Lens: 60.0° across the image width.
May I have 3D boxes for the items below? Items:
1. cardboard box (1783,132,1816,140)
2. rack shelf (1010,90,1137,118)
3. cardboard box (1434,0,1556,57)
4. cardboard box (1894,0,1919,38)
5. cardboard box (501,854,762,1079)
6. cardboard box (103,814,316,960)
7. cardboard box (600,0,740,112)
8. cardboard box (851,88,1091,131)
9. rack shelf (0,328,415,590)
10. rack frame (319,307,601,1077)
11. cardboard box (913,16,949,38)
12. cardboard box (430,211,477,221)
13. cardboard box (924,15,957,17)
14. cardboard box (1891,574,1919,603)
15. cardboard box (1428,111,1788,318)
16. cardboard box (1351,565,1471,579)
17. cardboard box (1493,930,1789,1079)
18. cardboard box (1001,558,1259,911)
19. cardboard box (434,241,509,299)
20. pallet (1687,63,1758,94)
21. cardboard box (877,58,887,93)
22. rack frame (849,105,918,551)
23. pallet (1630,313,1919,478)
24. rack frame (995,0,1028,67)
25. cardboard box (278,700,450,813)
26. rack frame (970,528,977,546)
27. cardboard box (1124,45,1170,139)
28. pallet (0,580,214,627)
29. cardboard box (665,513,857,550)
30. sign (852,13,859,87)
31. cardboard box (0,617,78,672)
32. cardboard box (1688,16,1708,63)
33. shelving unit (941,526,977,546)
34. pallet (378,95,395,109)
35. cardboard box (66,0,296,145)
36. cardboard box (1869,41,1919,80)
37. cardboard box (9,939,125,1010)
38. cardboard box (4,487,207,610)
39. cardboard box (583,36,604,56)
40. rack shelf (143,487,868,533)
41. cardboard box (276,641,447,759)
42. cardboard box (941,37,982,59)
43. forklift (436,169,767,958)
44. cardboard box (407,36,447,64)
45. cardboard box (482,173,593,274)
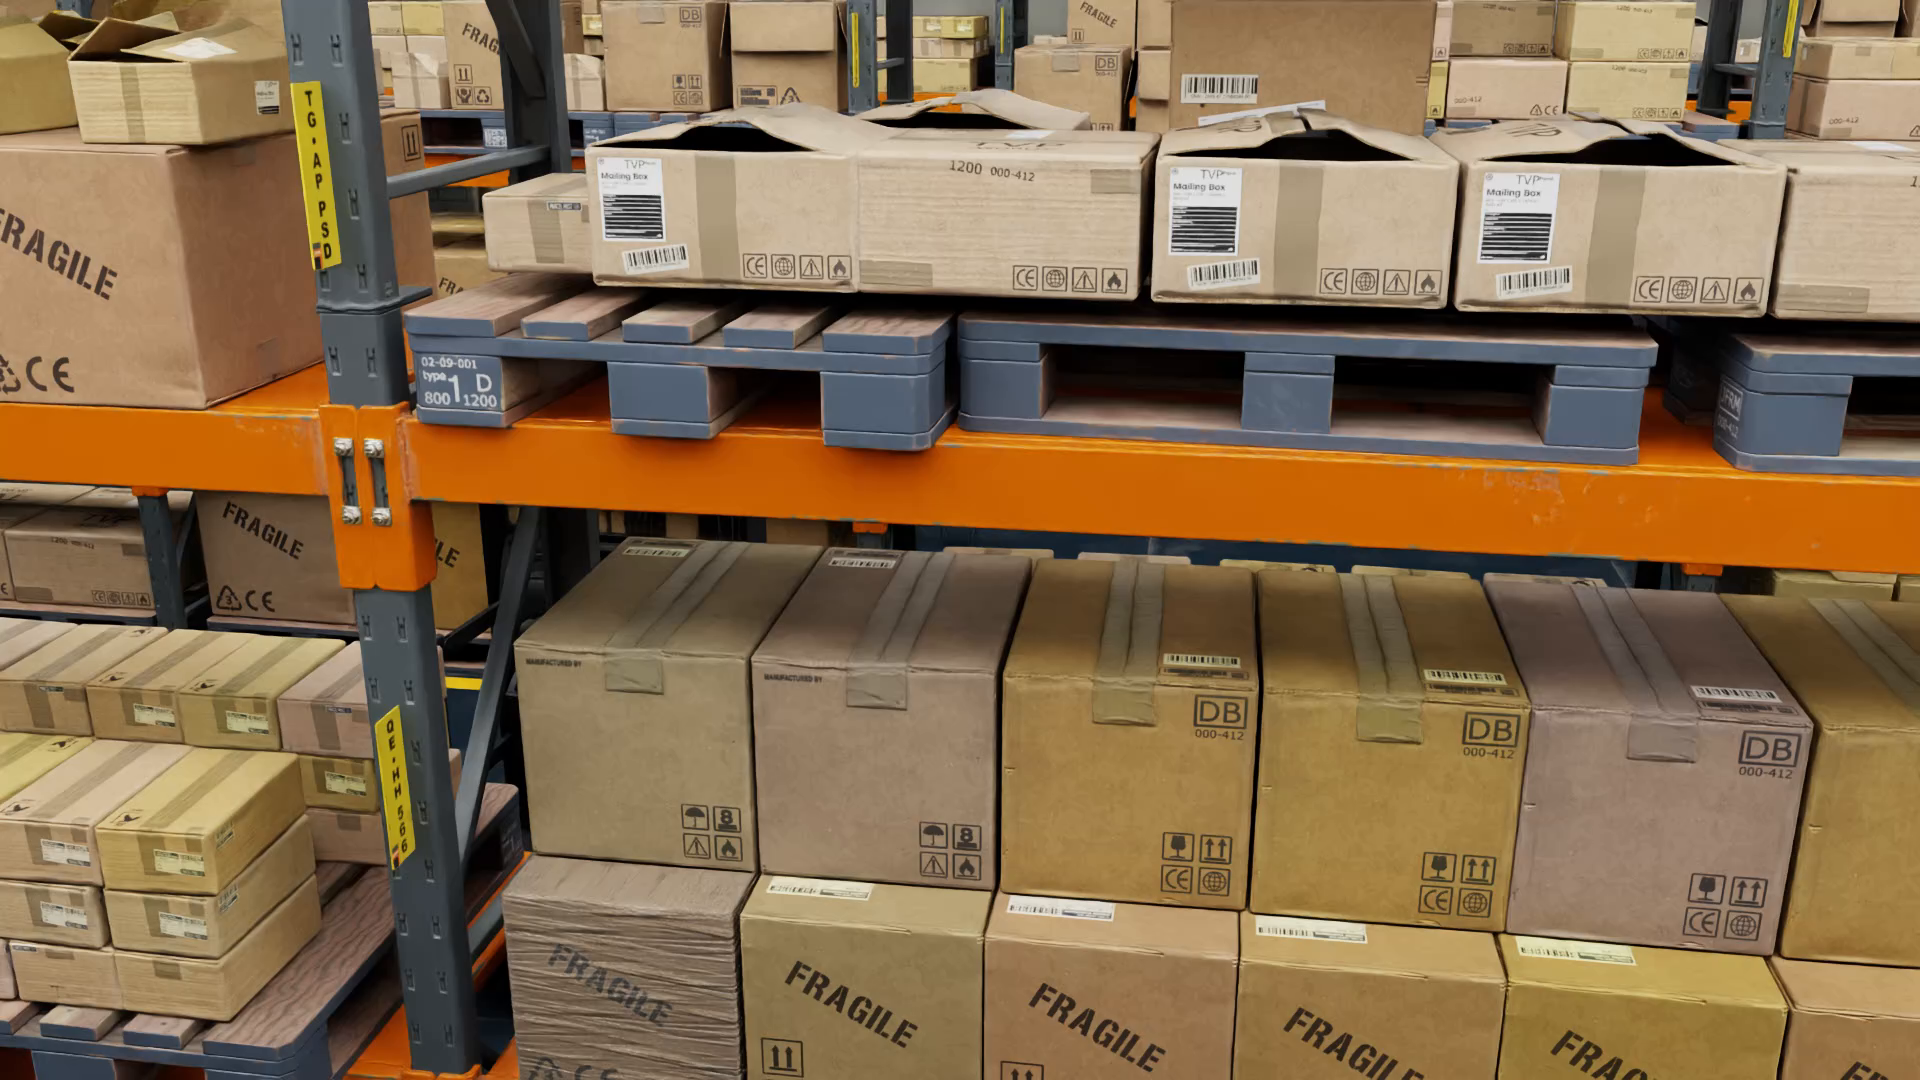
[{"bbox_3d":[3.840,-1.721,7.388,0.250,0.149,0.380,3,19,8],"label":"cardboard box"},{"bbox_3d":[2.377,-3.249,12.691,4.000,0.370,1.077,3,19,9],"label":"rack shelf"},{"bbox_3d":[2.561,-2.476,8.035,0.500,0.250,0.500,3,19,7],"label":"cardboard box"},{"bbox_3d":[6.830,-3.611,11.662,0.500,0.500,0.700,3,19,9],"label":"cardboard box"},{"bbox_3d":[-0.667,0.903,3.719,0.500,0.500,0.500,3,19,9],"label":"cardboard box"},{"bbox_3d":[-1.627,0.740,3.630,0.250,0.149,0.380,3,19,10],"label":"cardboard box"},{"bbox_3d":[-1.389,-2.372,8.118,0.500,0.500,0.700,2,19,6],"label":"cardboard box"},{"bbox_3d":[0.013,-0.825,3.635,0.500,0.311,0.500,3,19,9],"label":"cardboard box"},{"bbox_3d":[-3.042,-0.339,3.995,4.000,0.370,1.077,3,19,9],"label":"rack shelf"},{"bbox_3d":[-1.067,0.843,4.056,0.127,3.000,1.000,3,19,9],"label":"rack frame"},{"bbox_3d":[-0.227,-3.920,12.704,0.250,0.149,0.380,2,19,7],"label":"cardboard box"},{"bbox_3d":[-4.490,-2.672,14.328,0.500,0.250,0.500,3,19,8],"label":"cardboard box"},{"bbox_3d":[-0.164,-4.076,13.171,0.250,0.149,0.380,3,19,9],"label":"cardboard box"},{"bbox_3d":[4.638,0.375,7.944,0.500,0.500,0.500,4,19,11],"label":"cardboard box"},{"bbox_3d":[1.117,-0.602,2.967,0.500,0.311,0.500,2,19,7],"label":"cardboard box"},{"bbox_3d":[2.339,0.475,8.636,0.625,0.372,0.950,4,19,12],"label":"cardboard box"},{"bbox_3d":[1.327,1.004,3.418,0.500,0.500,0.500,3,19,9],"label":"cardboard box"},{"bbox_3d":[0.381,0.398,3.654,0.500,0.500,0.700,3,19,8],"label":"cardboard box"},{"bbox_3d":[-2.429,-1.256,8.597,0.500,0.500,0.500,3,19,8],"label":"cardboard box"},{"bbox_3d":[5.198,-3.412,12.186,1.213,0.211,1.003,3,19,9],"label":"pallet"},{"bbox_3d":[-0.640,-3.594,12.826,0.500,0.250,0.500,3,19,9],"label":"cardboard box"},{"bbox_3d":[-0.382,-0.713,8.706,0.127,3.000,1.000,3,19,9],"label":"rack frame"},{"bbox_3d":[1.969,-0.318,3.100,1.217,0.209,0.805,2,19,6],"label":"pallet"},{"bbox_3d":[0.402,-5.113,12.402,0.127,3.000,1.000,3,19,9],"label":"rack frame"},{"bbox_3d":[-1.512,0.535,4.242,0.250,0.149,0.380,4,19,11],"label":"cardboard box"},{"bbox_3d":[0.092,-0.422,11.146,0.006,0.900,0.240,3,19,9],"label":"rack frame"},{"bbox_3d":[1.129,-2.116,8.011,0.637,0.503,0.797,3,19,9],"label":"cardboard box"},{"bbox_3d":[-5.069,0.346,9.937,1.213,0.211,1.003,3,19,9],"label":"pallet"},{"bbox_3d":[-1.050,0.035,9.158,0.875,0.875,0.875,3,19,8],"label":"cardboard box"},{"bbox_3d":[-0.478,-2.244,7.617,0.005,0.325,0.100,3,19,9],"label":"sign"},{"bbox_3d":[-2.529,0.344,4.344,0.250,0.149,0.380,4,19,11],"label":"cardboard box"},{"bbox_3d":[5.134,-3.575,11.854,0.500,0.311,0.500,3,19,10],"label":"cardboard box"},{"bbox_3d":[-0.008,-0.427,11.162,0.210,0.900,0.258,3,19,9],"label":"shelving unit"},{"bbox_3d":[-3.418,-2.215,8.770,1.217,0.209,0.805,2,19,6],"label":"pallet"},{"bbox_3d":[-1.508,-0.929,3.260,0.258,0.266,0.396,3,19,9],"label":"cardboard box"},{"bbox_3d":[4.088,-2.071,7.177,0.250,0.149,0.380,3,19,10],"label":"cardboard box"},{"bbox_3d":[-1.872,0.869,3.712,0.250,0.149,0.380,3,19,9],"label":"cardboard box"},{"bbox_3d":[-4.934,0.037,9.842,0.875,0.438,0.875,3,19,8],"label":"cardboard box"},{"bbox_3d":[-2.800,-3.874,13.002,0.250,0.149,0.380,3,19,9],"label":"cardboard box"},{"bbox_3d":[-2.356,-0.472,9.121,4.000,0.370,1.077,3,19,9],"label":"rack shelf"},{"bbox_3d":[-1.497,0.397,4.186,0.250,0.149,0.380,3,19,9],"label":"cardboard box"},{"bbox_3d":[0.014,-3.751,12.666,0.250,0.149,0.380,3,19,10],"label":"cardboard box"},{"bbox_3d":[-1.345,0.217,6.035,1.130,2.935,3.031,5,19,14],"label":"forklift"},{"bbox_3d":[-4.063,-3.907,13.294,0.500,0.250,0.500,3,19,9],"label":"cardboard box"},{"bbox_3d":[-0.763,-0.640,3.337,0.250,0.149,0.380,2,19,6],"label":"cardboard box"}]
